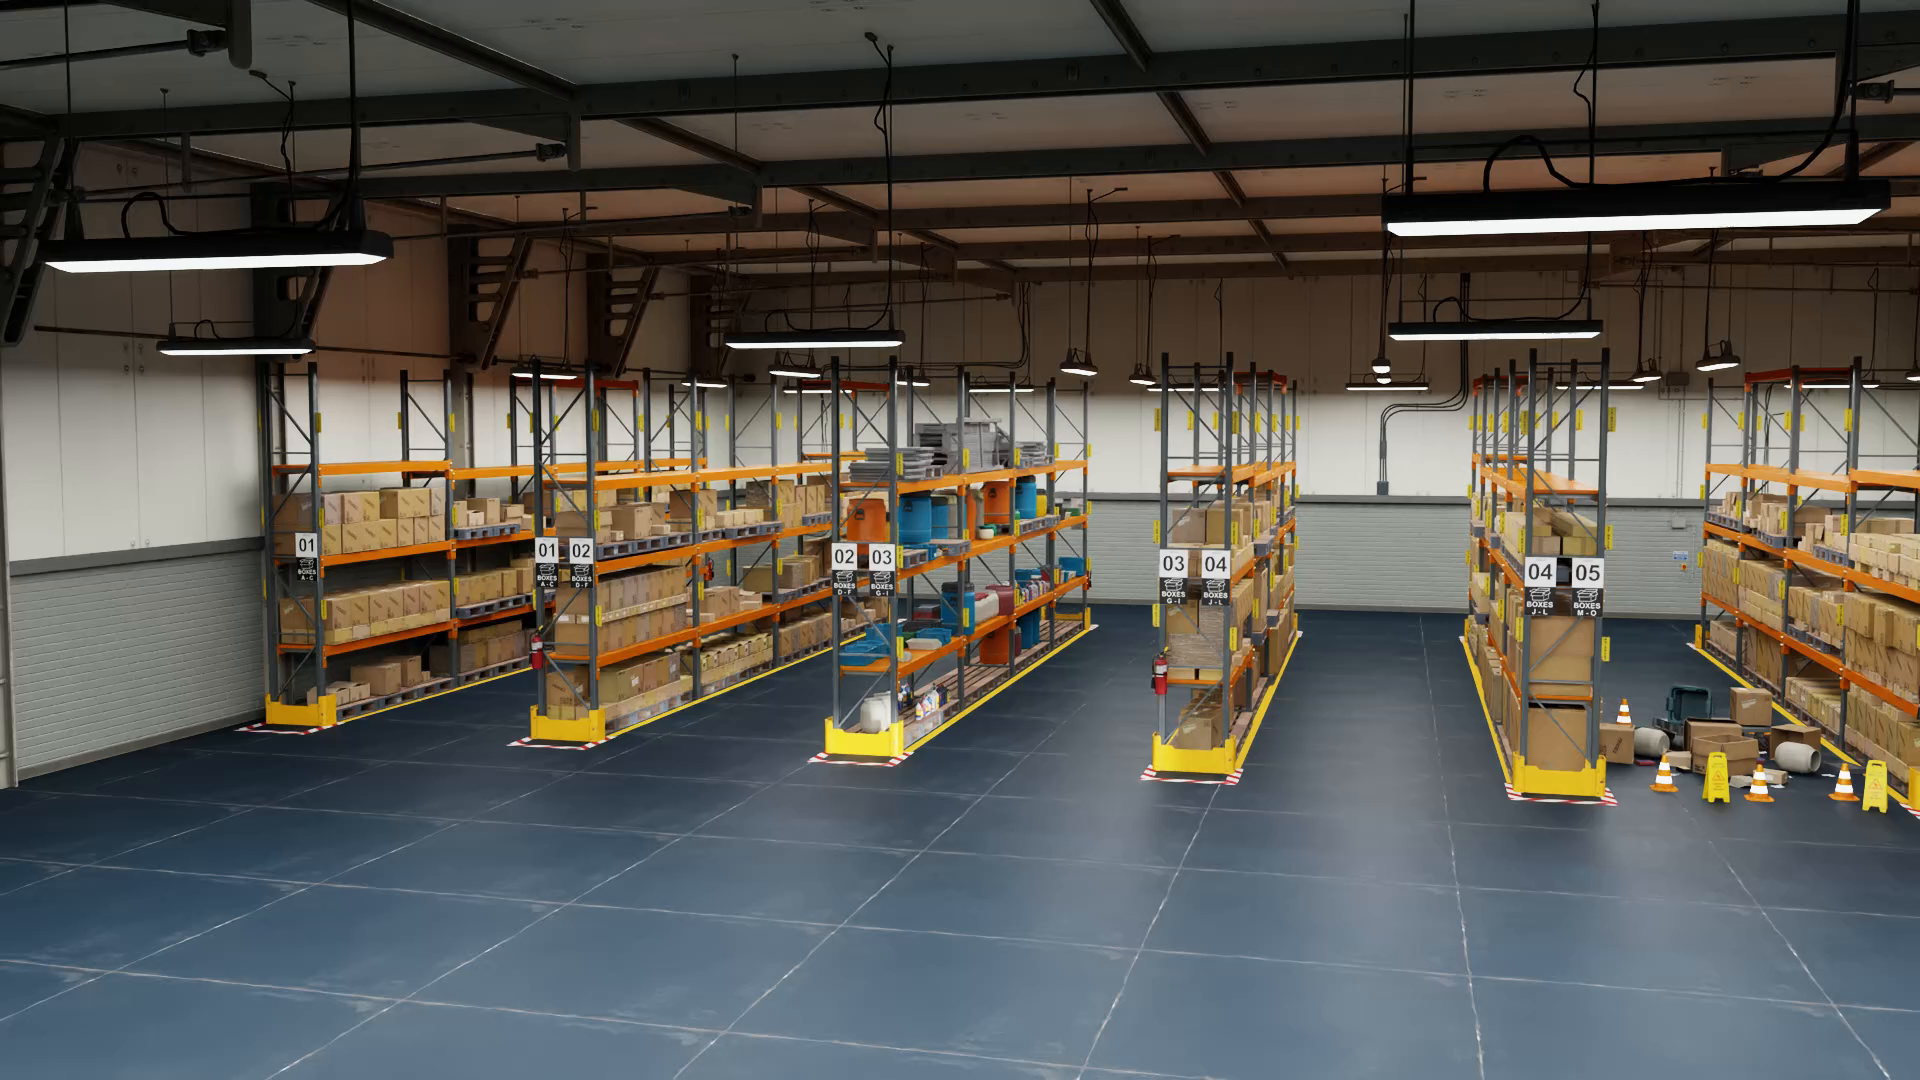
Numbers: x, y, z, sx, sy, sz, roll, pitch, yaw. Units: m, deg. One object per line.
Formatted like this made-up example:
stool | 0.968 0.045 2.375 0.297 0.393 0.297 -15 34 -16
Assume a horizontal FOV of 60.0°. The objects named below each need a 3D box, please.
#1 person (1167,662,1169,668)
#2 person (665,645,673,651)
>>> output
person | 4.452 1.738 34.258 0.548 1.690 1.015 1 4 14
person | -6.339 1.614 35.747 0.561 1.794 0.942 1 4 8
